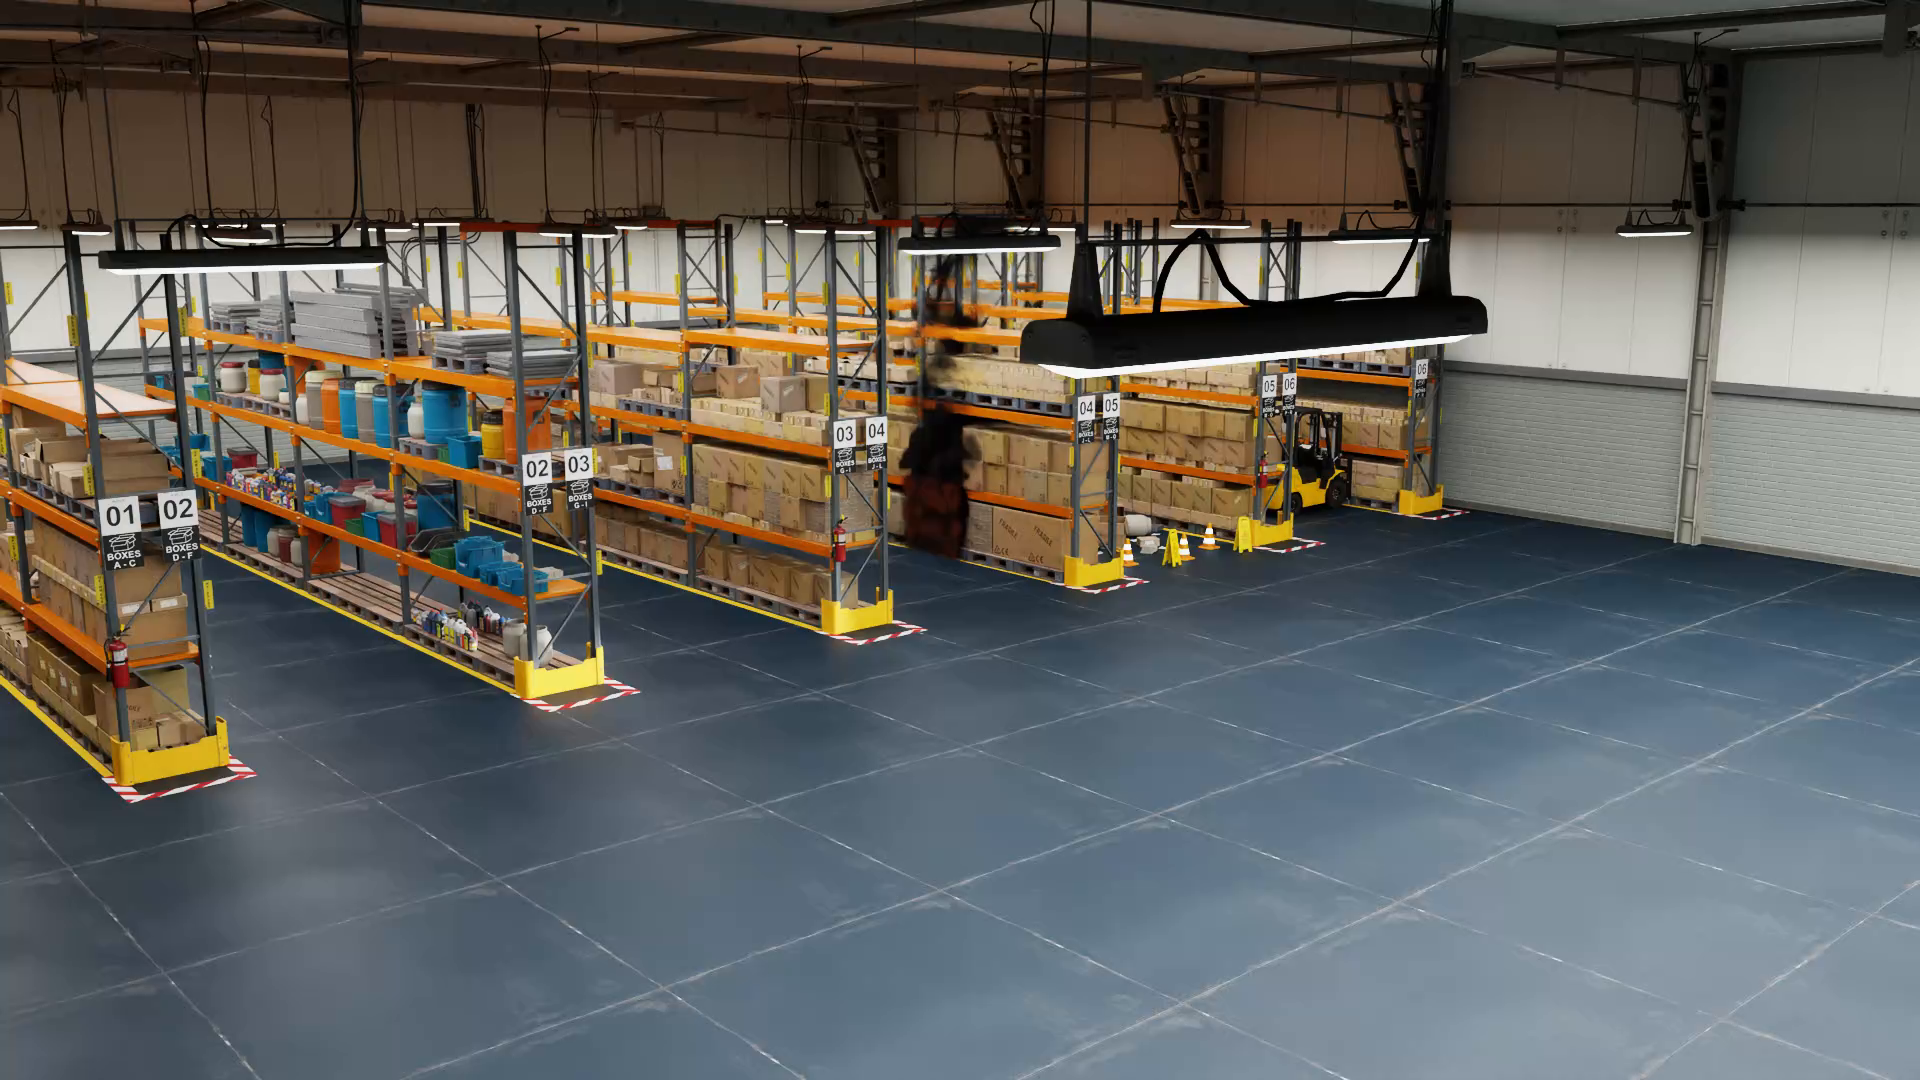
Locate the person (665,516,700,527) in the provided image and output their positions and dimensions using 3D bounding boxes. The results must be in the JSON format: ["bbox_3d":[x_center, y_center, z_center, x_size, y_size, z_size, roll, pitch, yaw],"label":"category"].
[{"bbox_3d":[-5.390,-0.994,32.007,0.915,1.765,0.644,11,16,43],"label":"person"}]
